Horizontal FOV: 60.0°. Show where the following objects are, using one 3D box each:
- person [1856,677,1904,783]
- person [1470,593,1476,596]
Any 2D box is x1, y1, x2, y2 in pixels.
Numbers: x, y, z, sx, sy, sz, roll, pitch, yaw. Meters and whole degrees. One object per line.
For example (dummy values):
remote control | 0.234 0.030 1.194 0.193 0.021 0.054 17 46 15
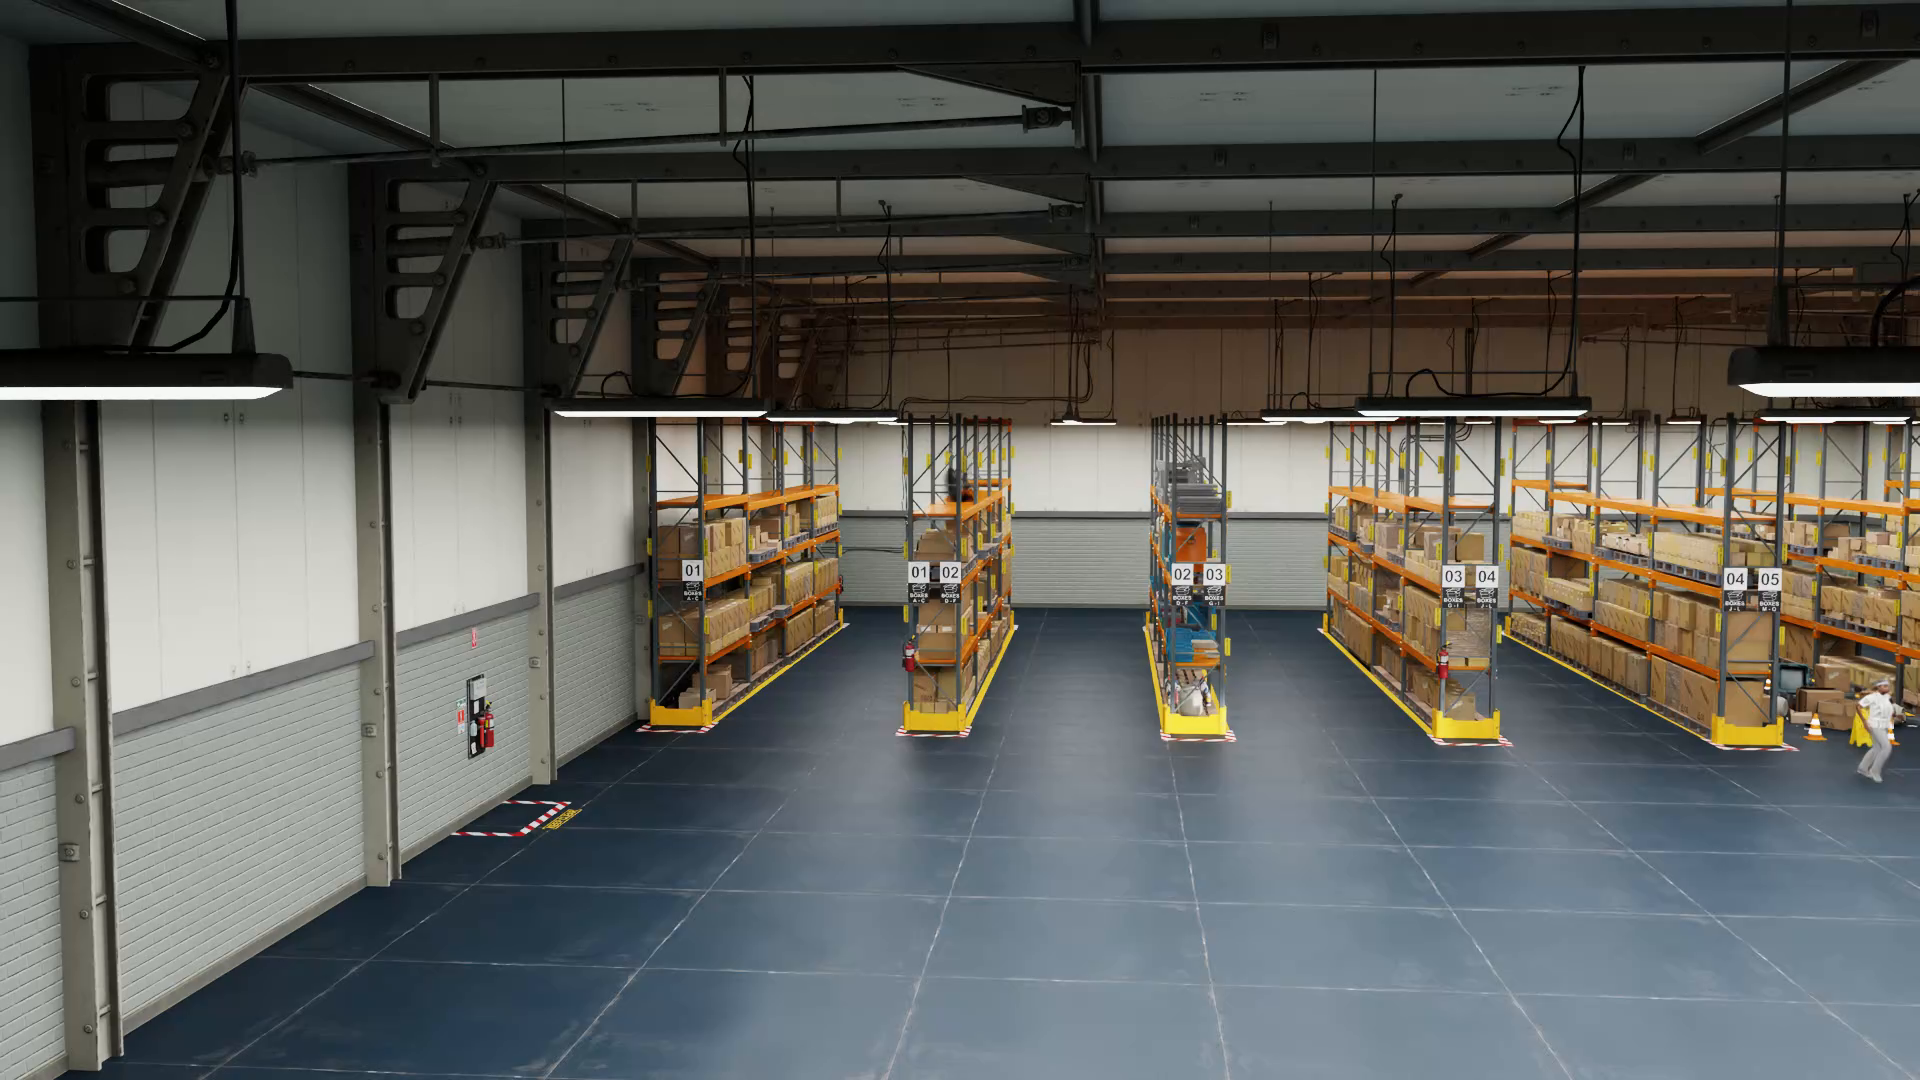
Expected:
person | 14.942 3.080 26.999 0.568 1.728 0.702 -2 5 -32
person | 13.900 1.798 45.757 0.747 1.699 0.720 3 5 33
